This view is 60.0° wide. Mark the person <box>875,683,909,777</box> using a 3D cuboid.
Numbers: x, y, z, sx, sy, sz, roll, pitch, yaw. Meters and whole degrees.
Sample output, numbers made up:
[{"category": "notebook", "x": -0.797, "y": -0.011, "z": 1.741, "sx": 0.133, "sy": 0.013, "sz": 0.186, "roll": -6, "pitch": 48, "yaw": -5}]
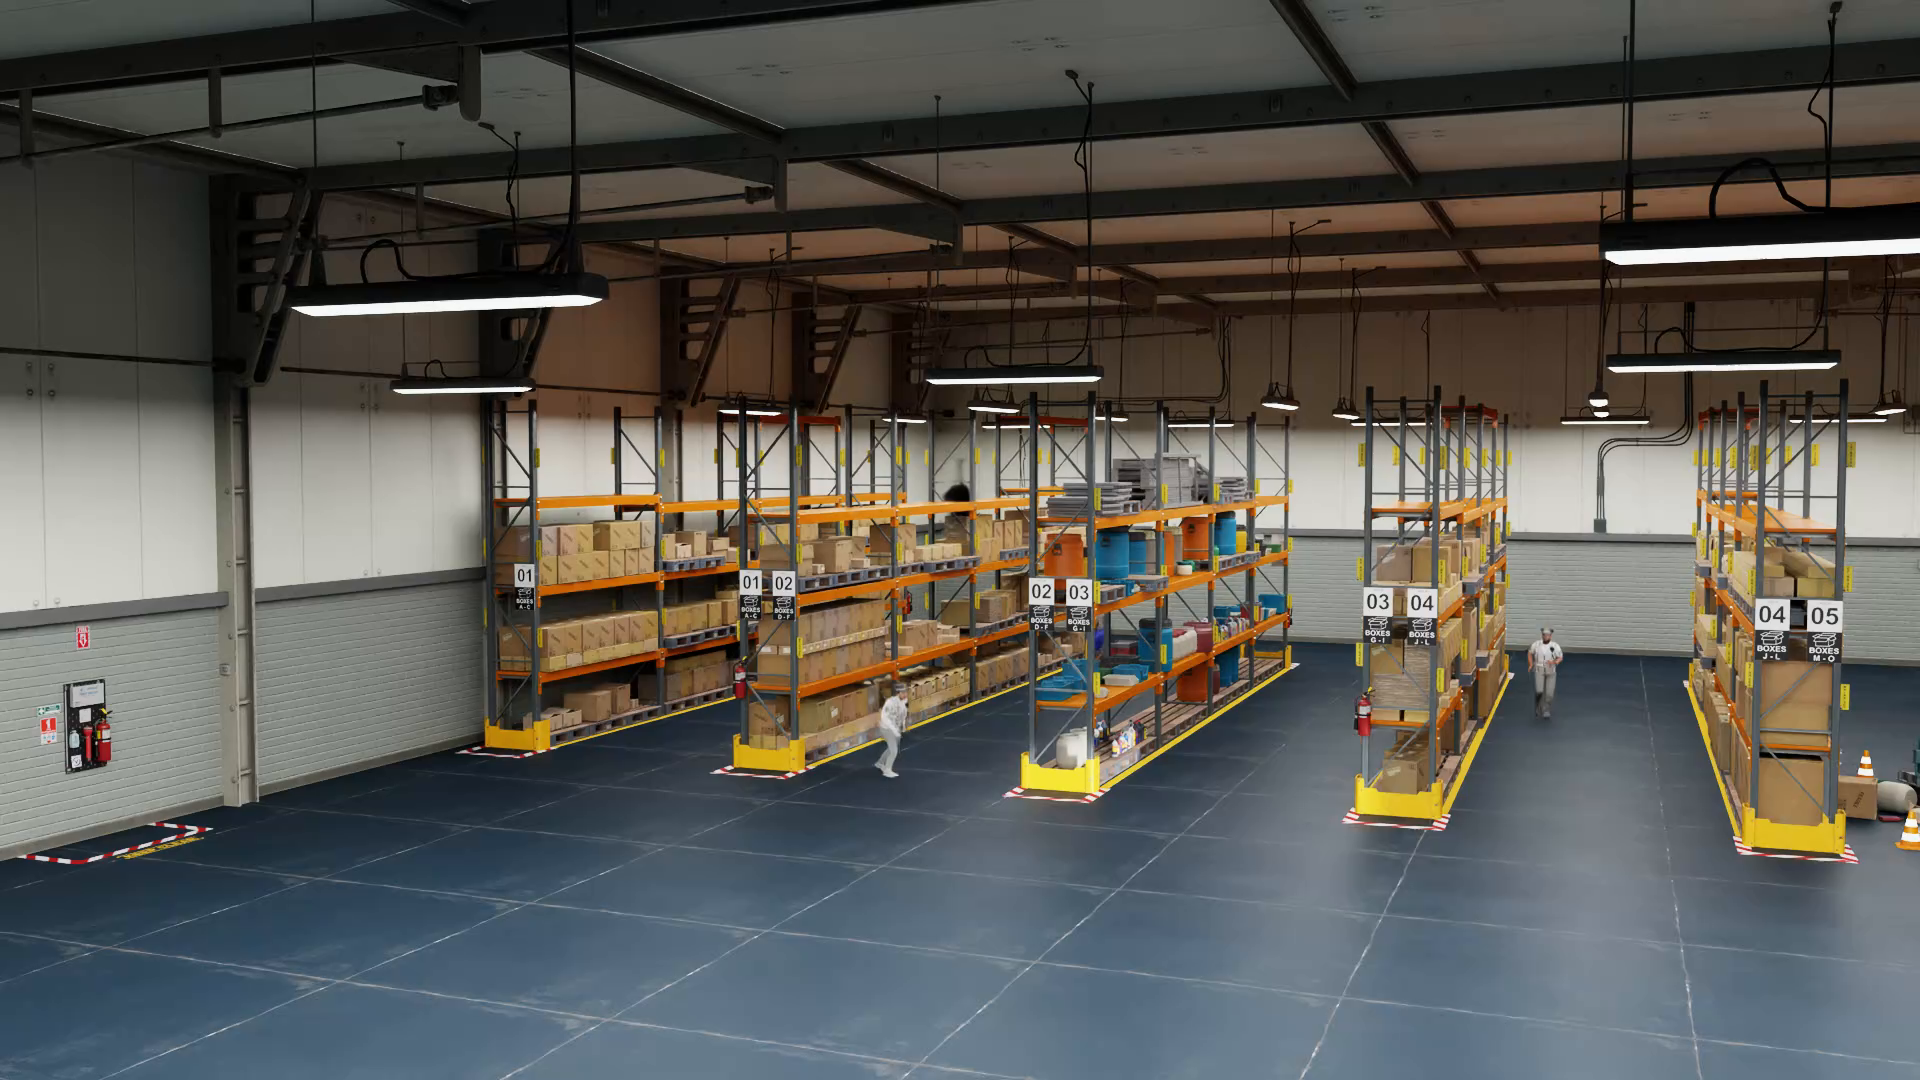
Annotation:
[{"category": "person", "x": -1.077, "y": 2.958, "z": 26.044, "sx": 0.800, "sy": 1.521, "sz": 0.606, "roll": 2, "pitch": 3, "yaw": 36}]

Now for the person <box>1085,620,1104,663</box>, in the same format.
[{"category": "person", "x": 2.899, "y": 2.453, "z": 35.219, "sx": 0.560, "sy": 1.593, "sz": 0.741, "roll": 2, "pitch": 3, "yaw": 34}]

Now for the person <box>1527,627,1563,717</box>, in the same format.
[{"category": "person", "x": 11.233, "y": 2.536, "z": 31.918, "sx": 0.632, "sy": 1.738, "sz": 0.660, "roll": 1, "pitch": 3, "yaw": 17}]
